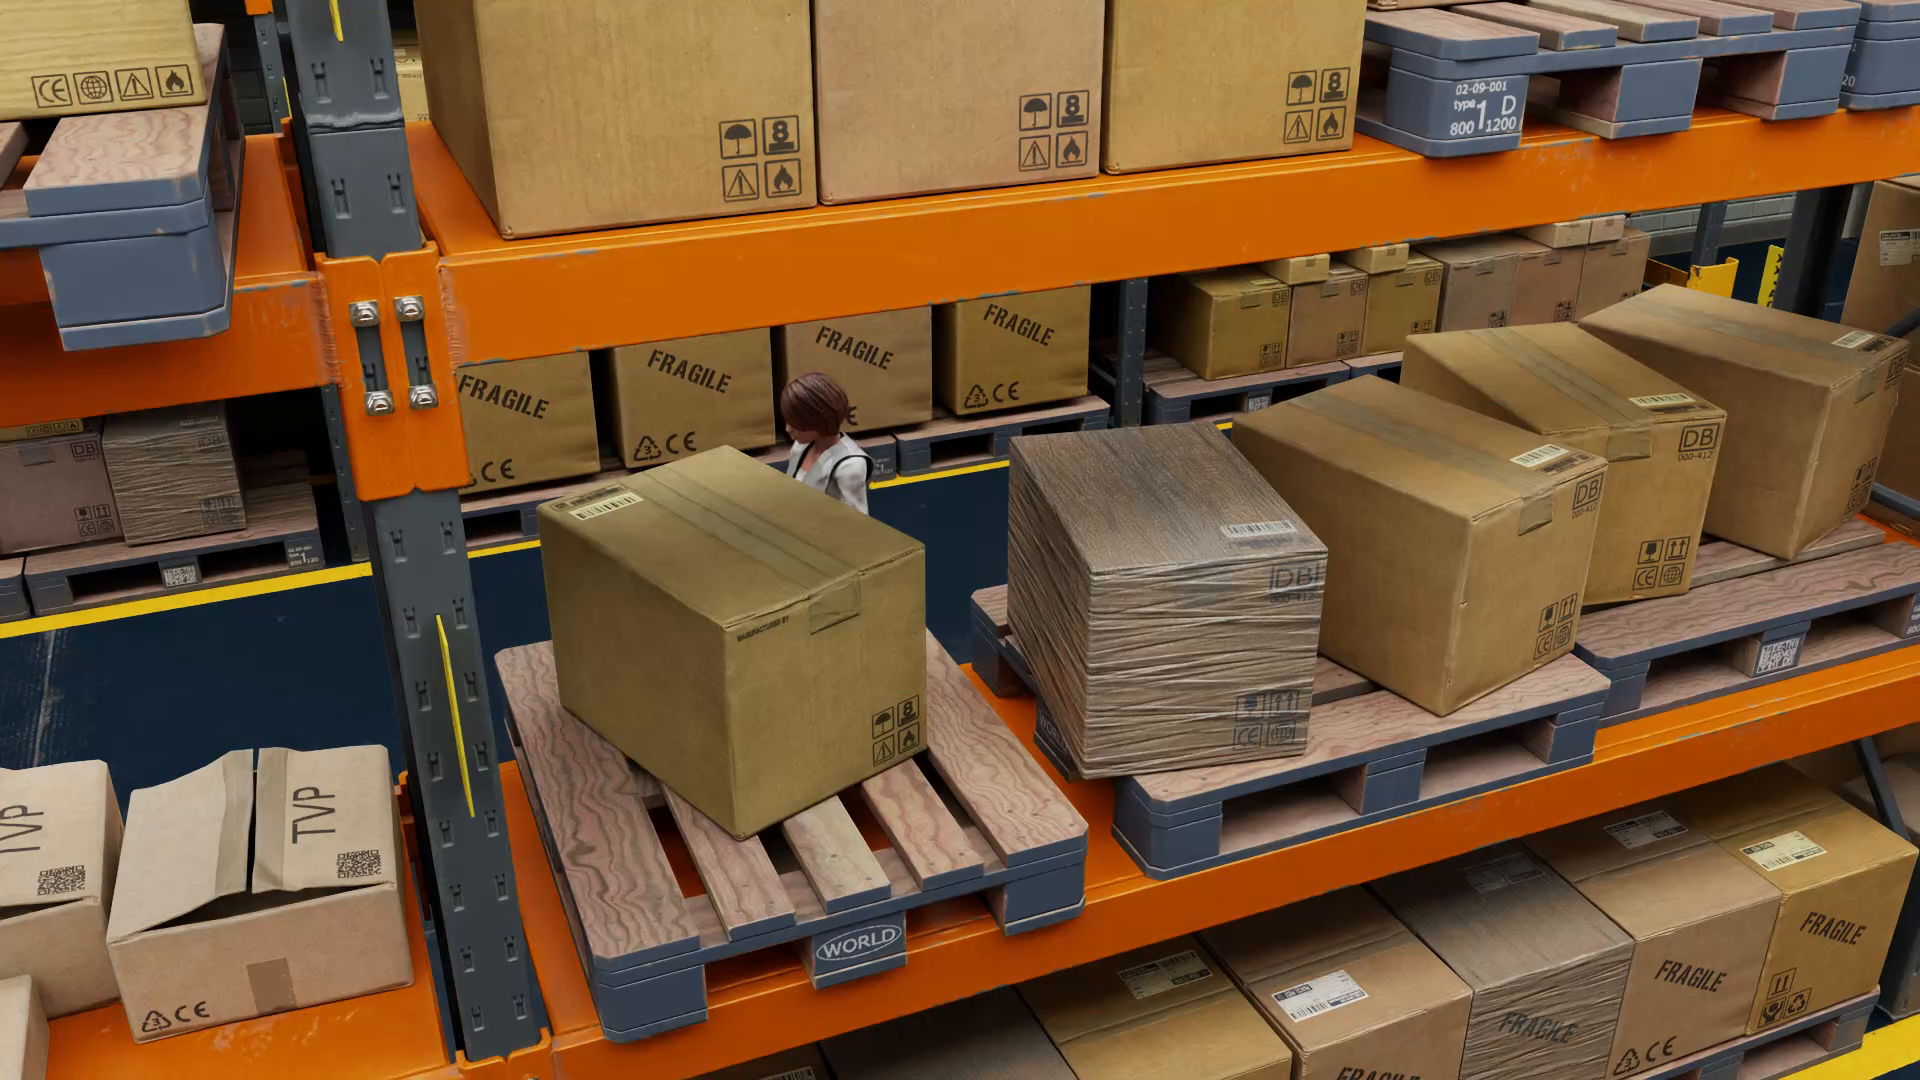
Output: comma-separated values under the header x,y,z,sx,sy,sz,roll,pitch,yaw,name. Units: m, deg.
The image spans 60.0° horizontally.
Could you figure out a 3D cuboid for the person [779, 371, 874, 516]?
x,y,z,sx,sy,sz,roll,pitch,yaw,name
-0.482,0.194,5.695,0.612,1.571,0.445,-17,31,-30,person
